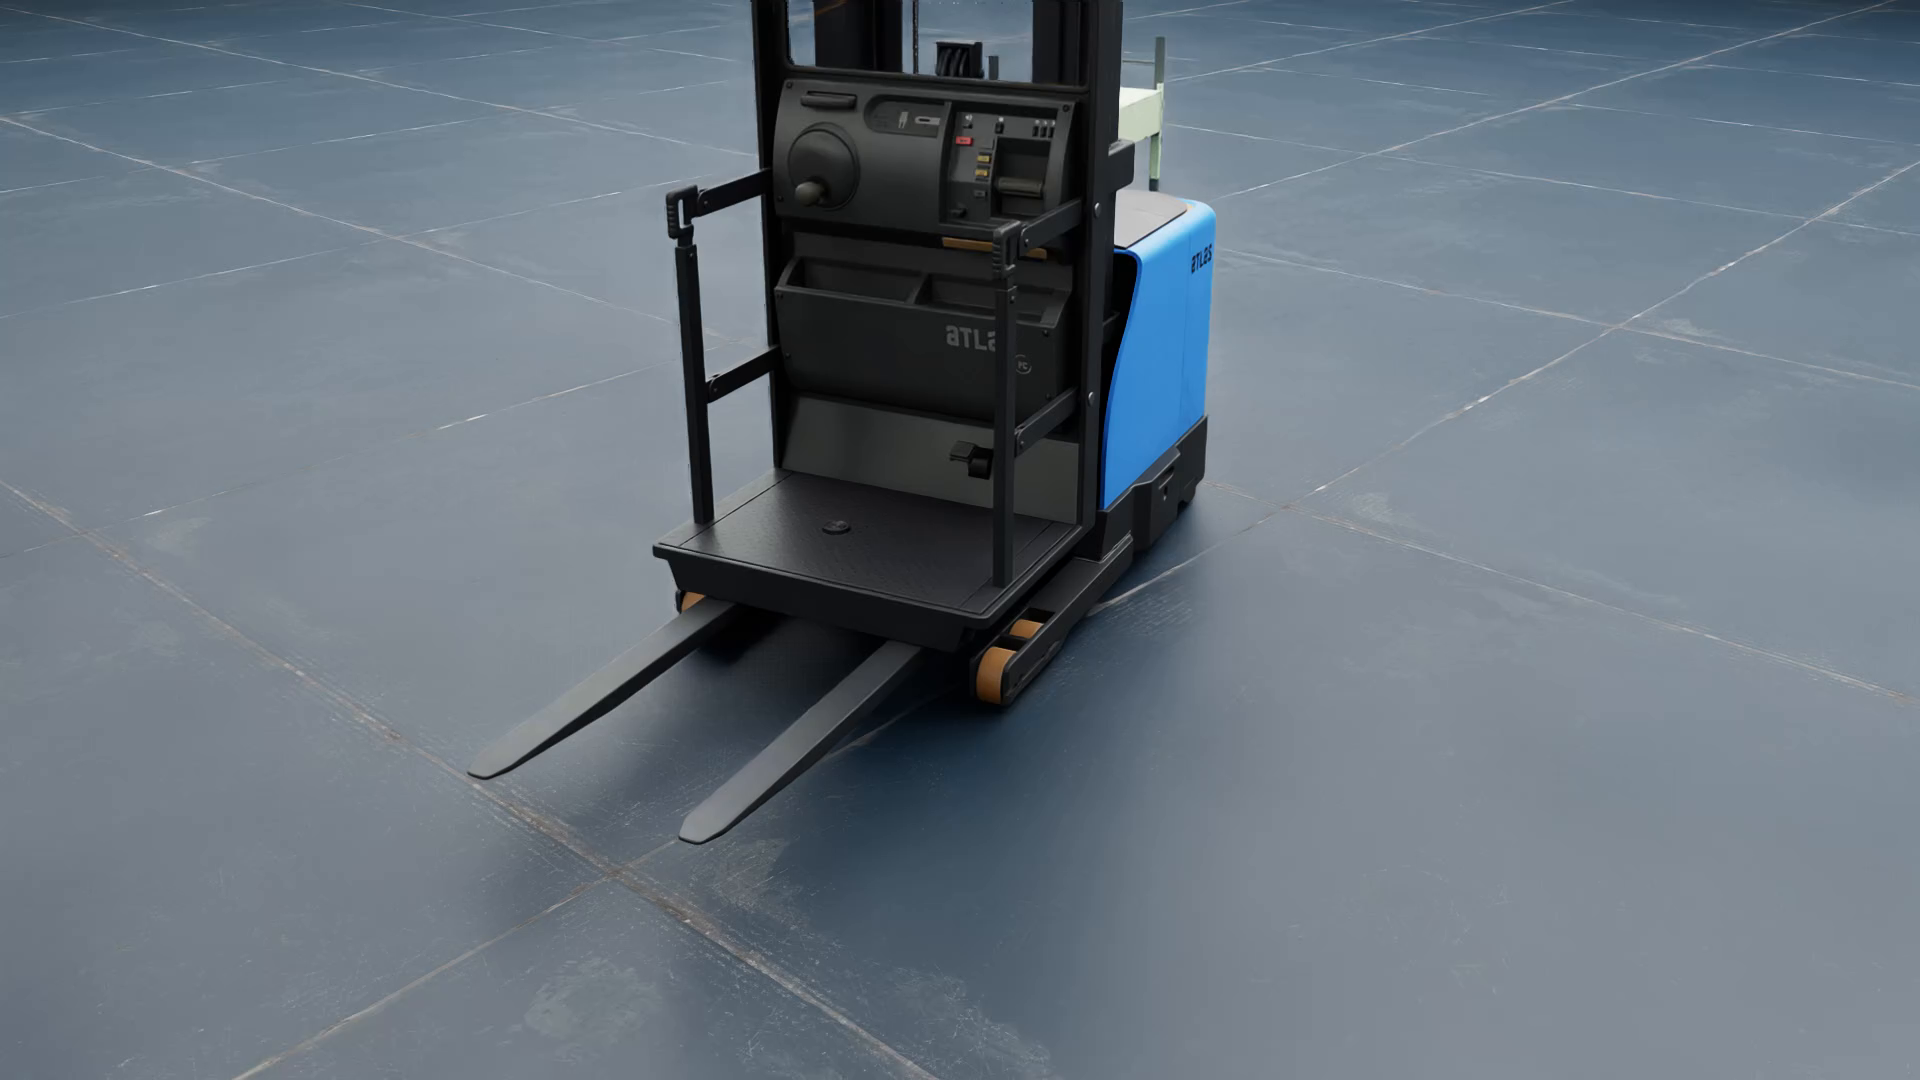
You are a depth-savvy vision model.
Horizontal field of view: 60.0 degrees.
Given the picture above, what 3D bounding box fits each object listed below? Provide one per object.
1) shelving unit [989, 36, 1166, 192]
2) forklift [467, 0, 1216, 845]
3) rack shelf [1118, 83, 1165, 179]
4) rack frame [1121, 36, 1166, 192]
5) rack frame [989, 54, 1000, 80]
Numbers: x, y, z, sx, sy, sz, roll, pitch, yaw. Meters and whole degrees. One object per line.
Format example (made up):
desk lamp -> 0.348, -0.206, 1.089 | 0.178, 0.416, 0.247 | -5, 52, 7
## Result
shelving unit -> 0.450, -1.160, 6.504 | 0.431, 1.500, 0.755 | 11, 27, 24
forklift -> -0.209, -1.074, 4.562 | 1.130, 2.935, 3.031 | 11, 27, 24
rack shelf -> 0.450, -1.516, 6.344 | 0.431, 0.370, 0.720 | 11, 27, 24
rack frame -> 0.612, -1.294, 6.803 | 0.400, 1.500, 0.023 | 11, 27, 24
rack frame -> 0.288, -1.026, 6.204 | 0.400, 1.500, 0.023 | 11, 27, 24
